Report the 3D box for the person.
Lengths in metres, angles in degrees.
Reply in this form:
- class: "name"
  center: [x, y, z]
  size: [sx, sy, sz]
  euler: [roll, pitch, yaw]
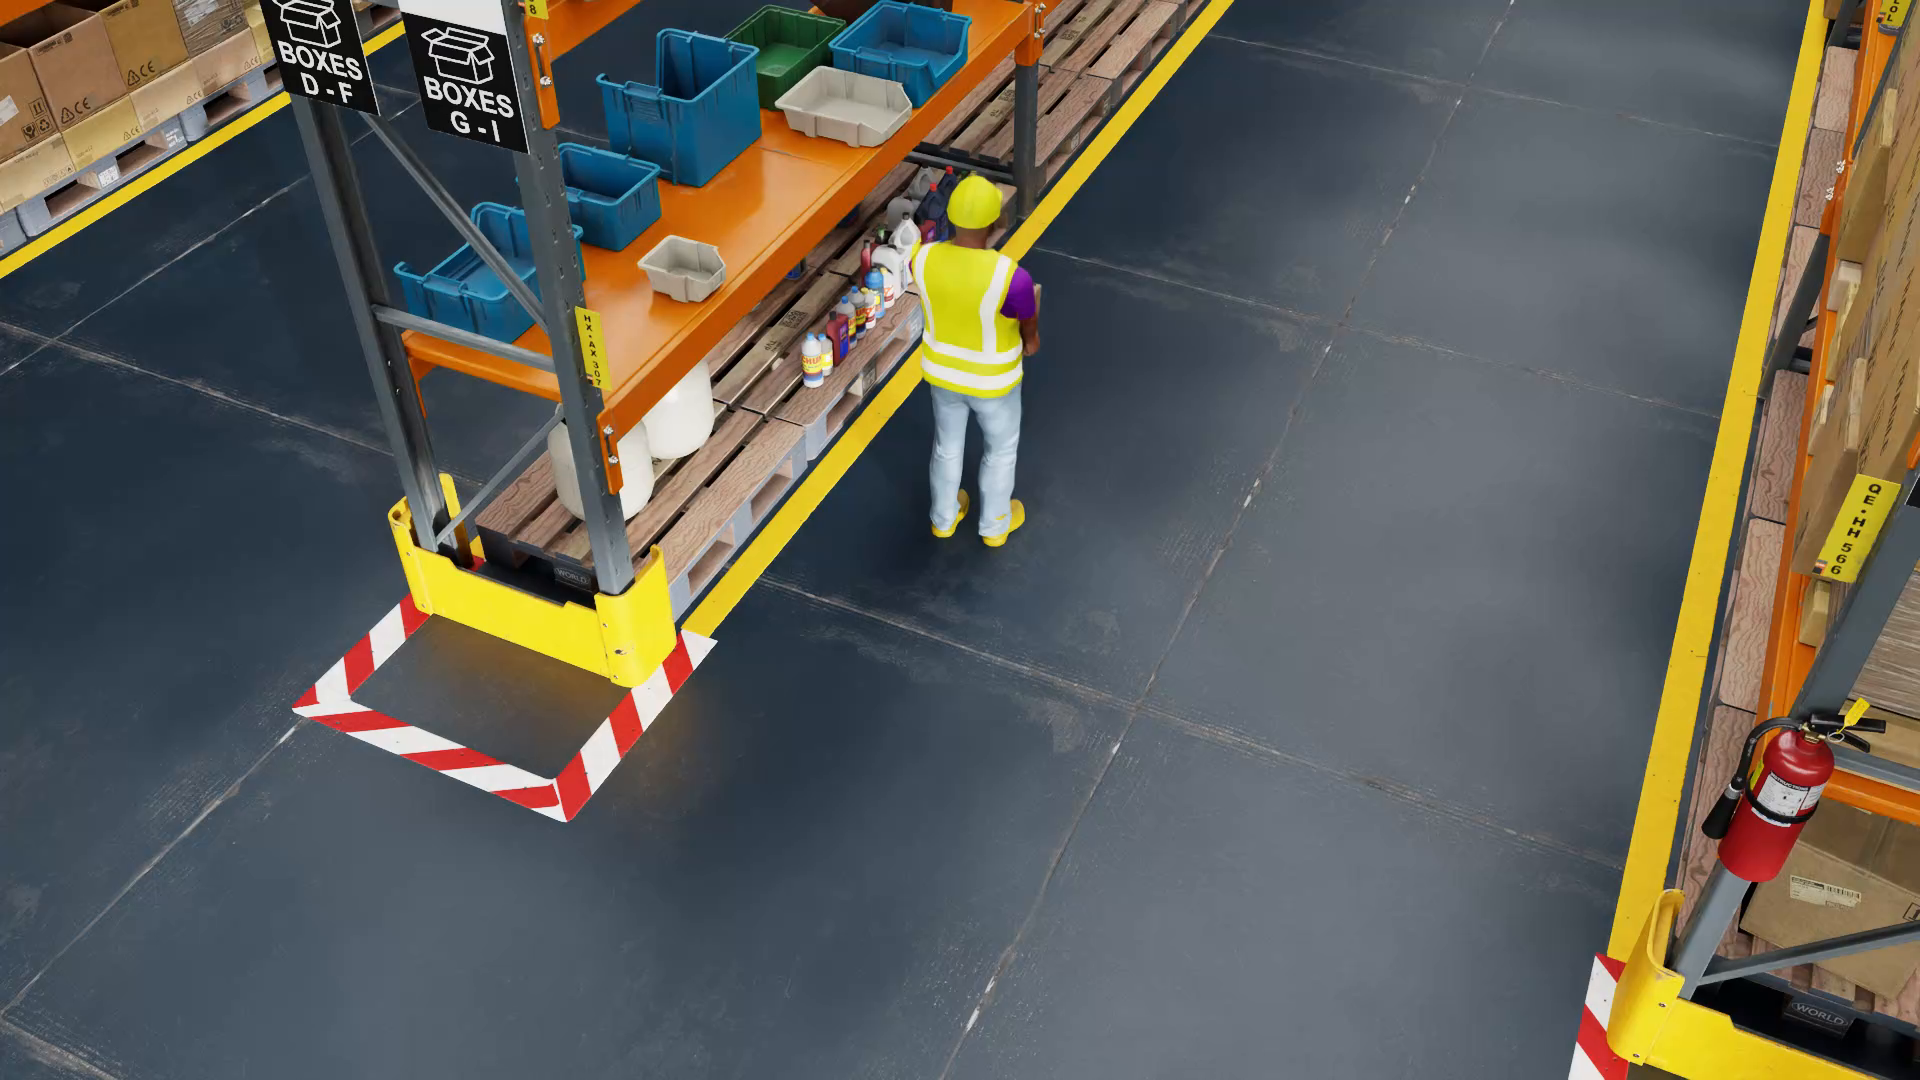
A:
- class: "person"
  center: [0.086, -0.762, 6.998]
  size: [0.505, 1.762, 0.566]
  euler: [17, 44, 18]
